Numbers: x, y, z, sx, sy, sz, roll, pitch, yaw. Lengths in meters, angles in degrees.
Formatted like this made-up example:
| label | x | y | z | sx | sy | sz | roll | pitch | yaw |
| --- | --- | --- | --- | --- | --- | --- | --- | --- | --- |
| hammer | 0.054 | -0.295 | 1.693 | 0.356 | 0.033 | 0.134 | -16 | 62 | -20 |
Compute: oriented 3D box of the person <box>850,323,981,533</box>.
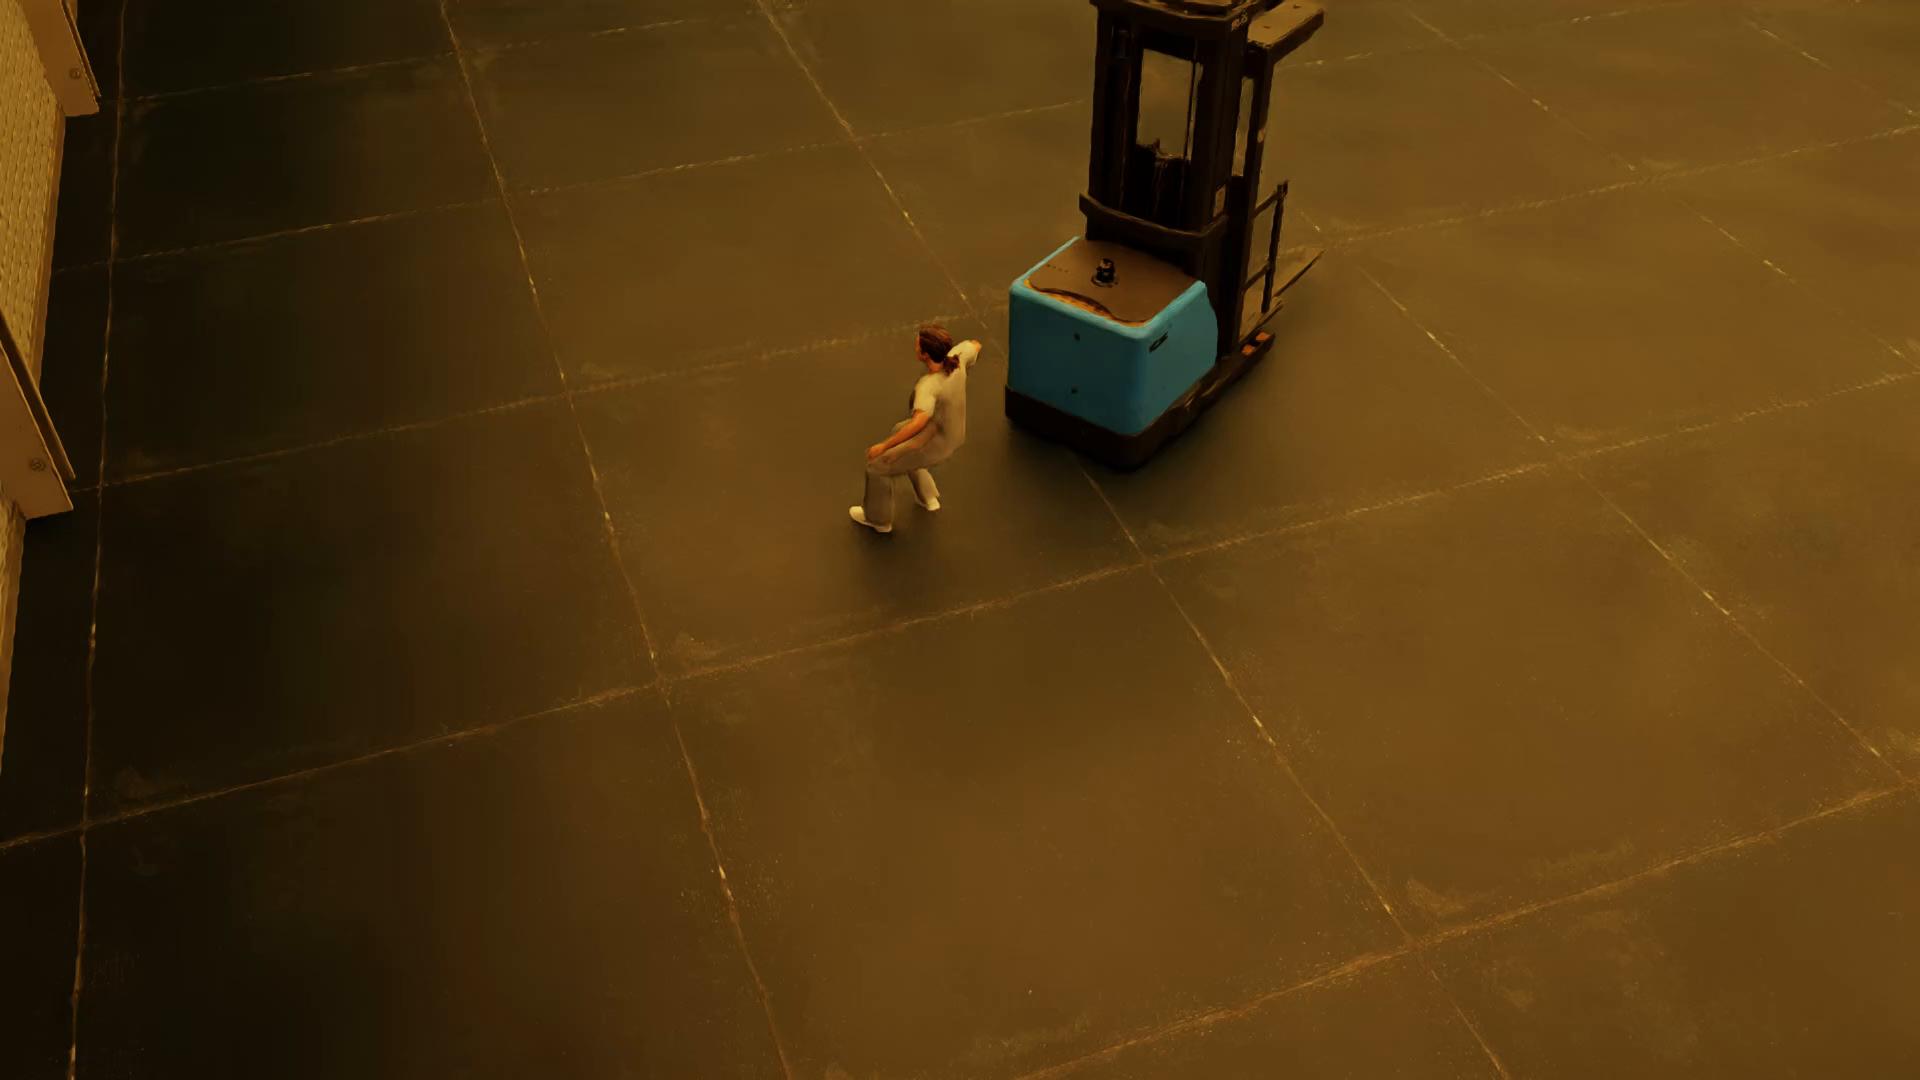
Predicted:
| label | x | y | z | sx | sy | sz | roll | pitch | yaw |
| --- | --- | --- | --- | --- | --- | --- | --- | --- | --- |
| person | -0.322 | -0.671 | 9.893 | 0.740 | 1.520 | 1.023 | 20 | 44 | 22 |

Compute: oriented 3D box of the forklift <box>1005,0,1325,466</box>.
| label | x | y | z | sx | sy | sz | roll | pitch | yaw |
| --- | --- | --- | --- | --- | --- | --- | --- | --- | --- |
| forklift | 1.579 | -2.501 | 10.975 | 1.130 | 2.935 | 3.031 | 25 | 46 | 27 |
